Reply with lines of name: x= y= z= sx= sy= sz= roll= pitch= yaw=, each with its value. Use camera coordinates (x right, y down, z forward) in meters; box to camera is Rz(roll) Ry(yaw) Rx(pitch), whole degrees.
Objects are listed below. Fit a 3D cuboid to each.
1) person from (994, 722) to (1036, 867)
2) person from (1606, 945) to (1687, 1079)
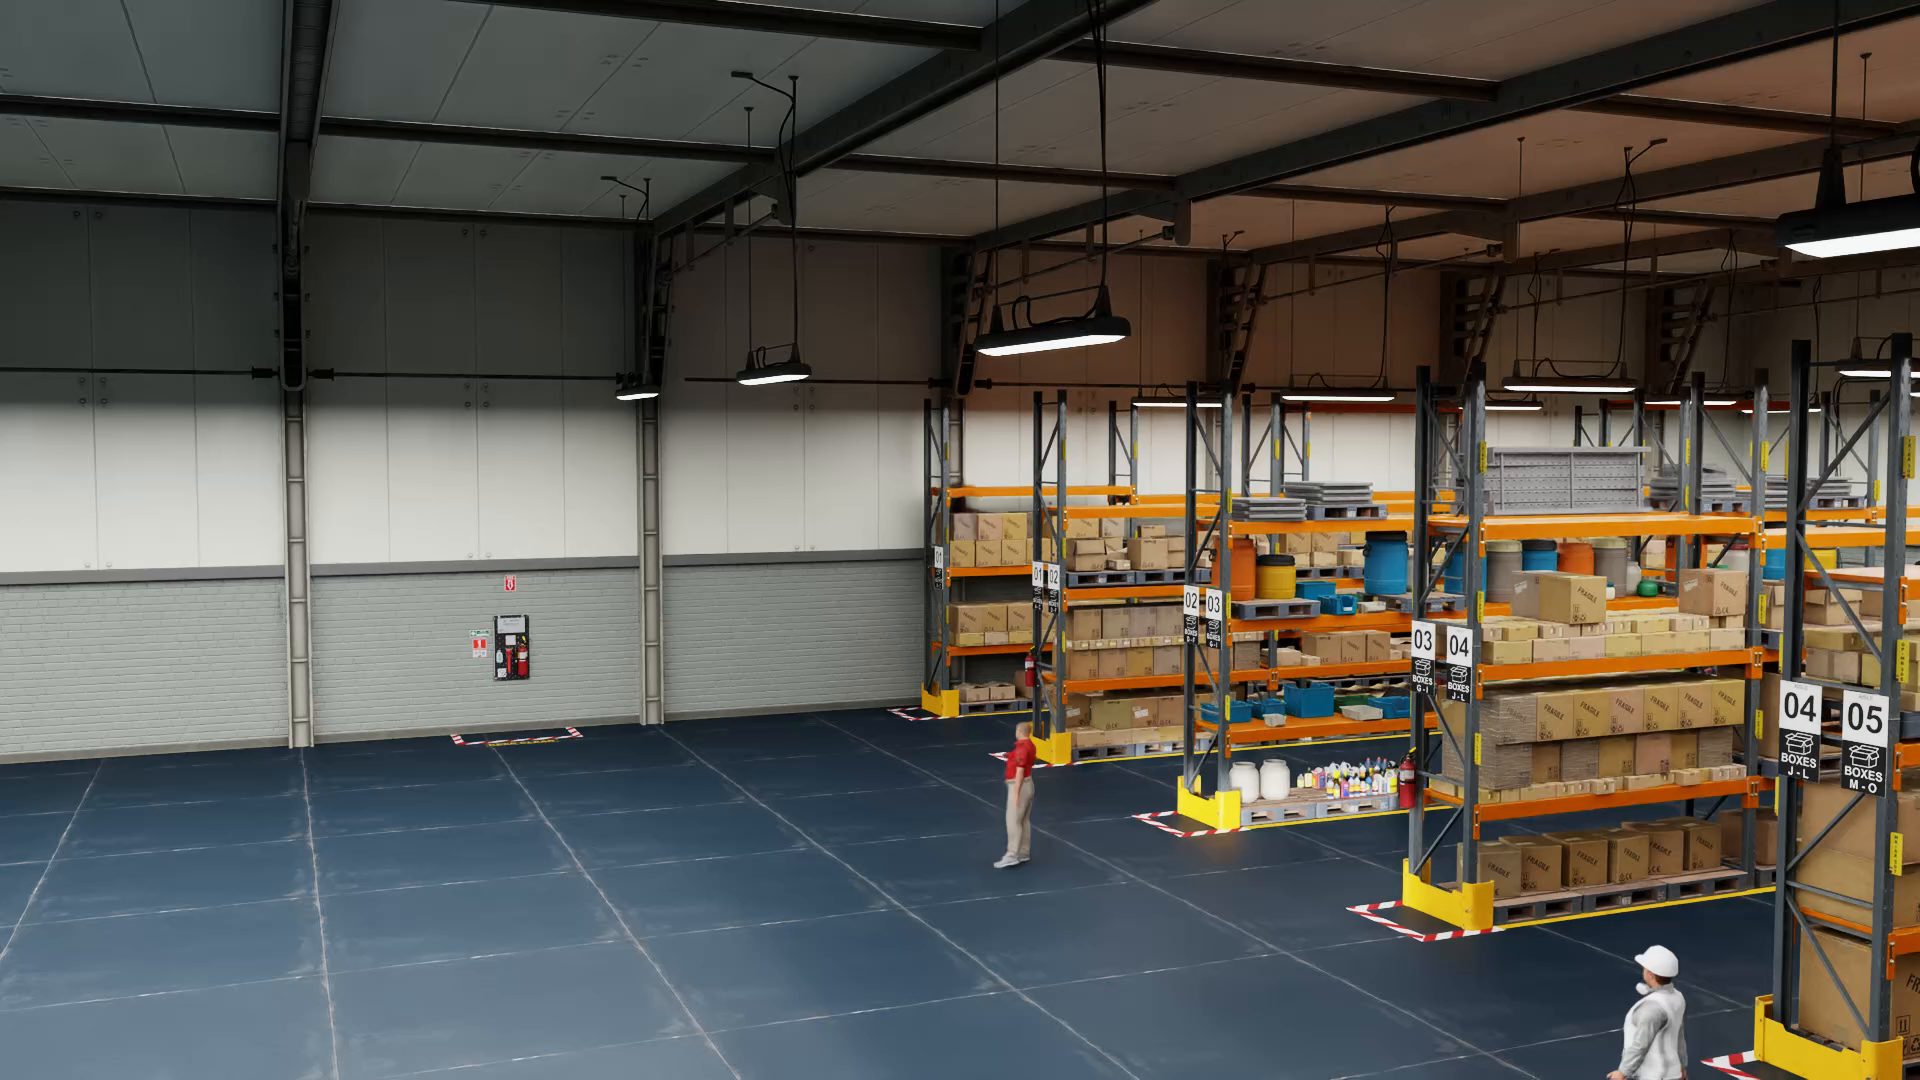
person: x=0.672 y=3.102 z=20.402 sx=0.450 sy=1.744 sz=0.615 roll=1 pitch=3 yaw=11
person: x=4.727 y=3.624 z=11.365 sx=1.031 sy=1.733 sz=0.478 roll=0 pitch=3 yaw=4
